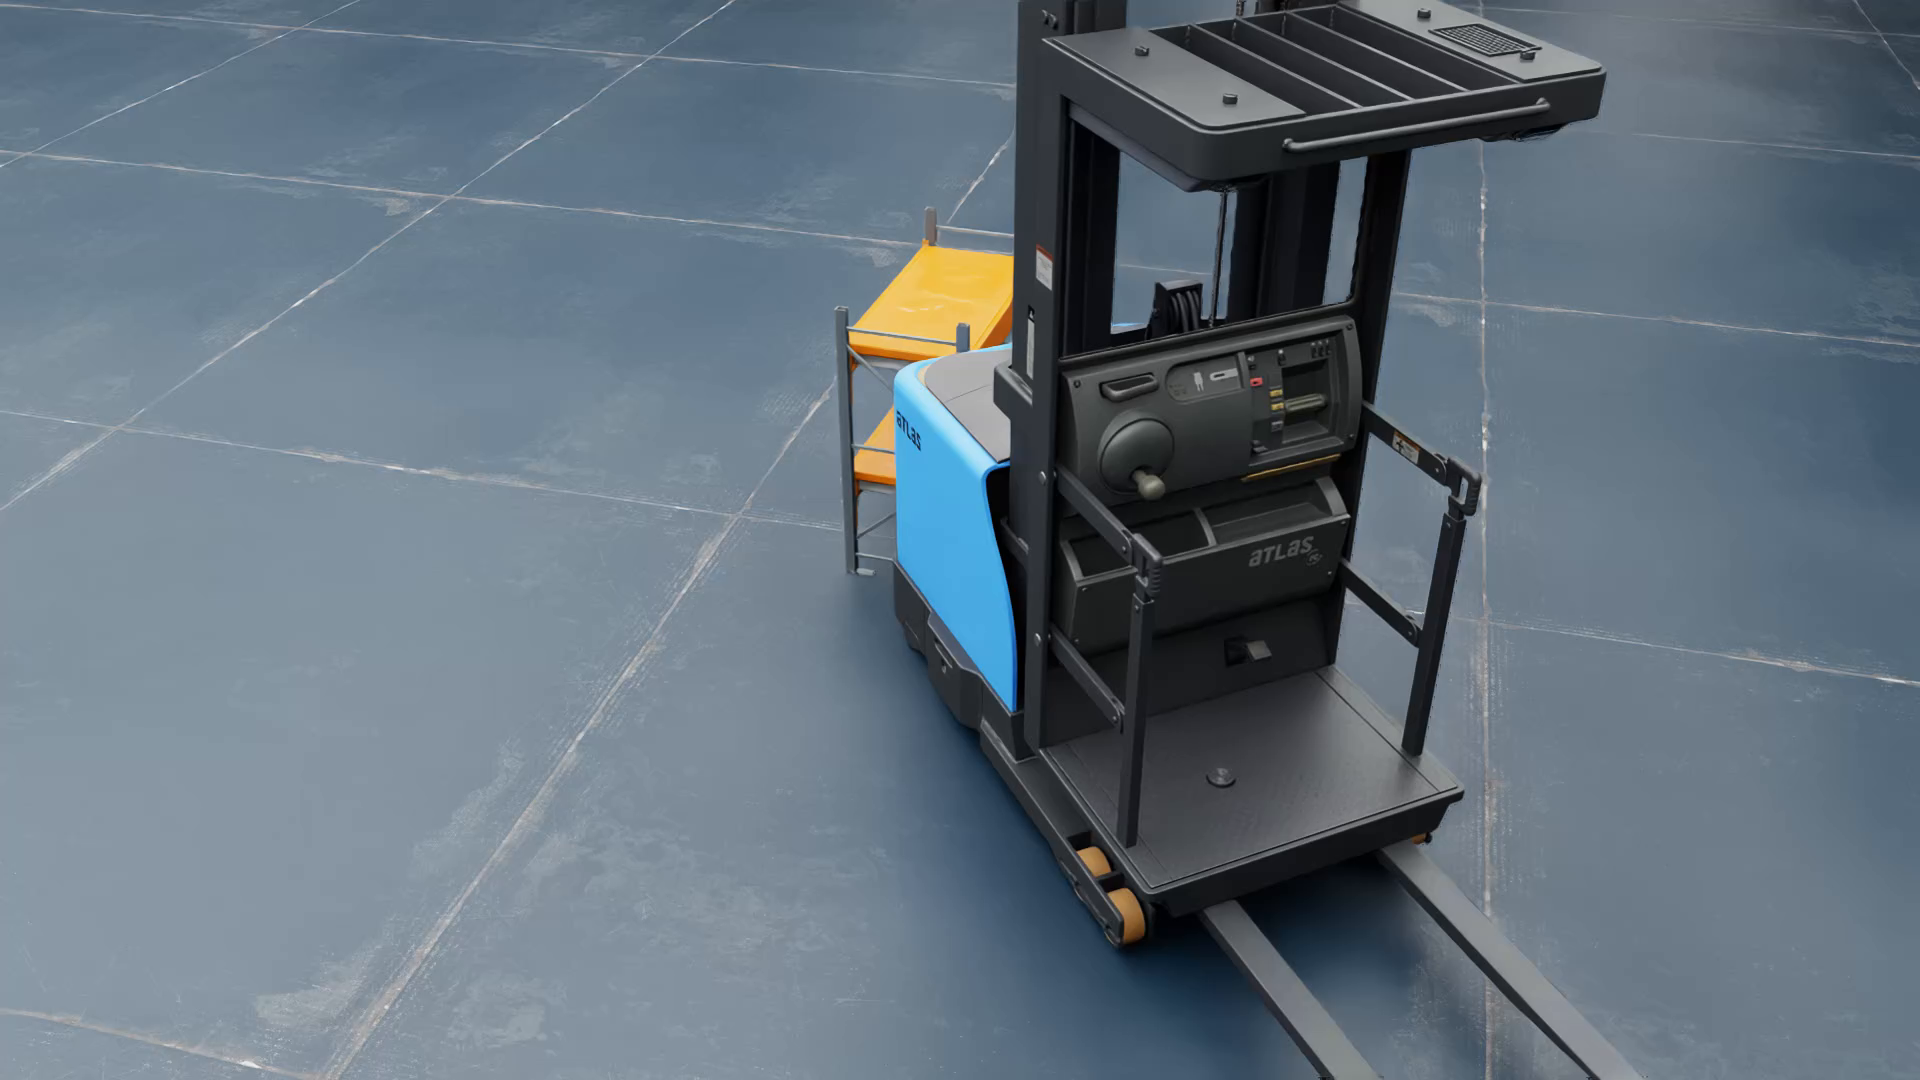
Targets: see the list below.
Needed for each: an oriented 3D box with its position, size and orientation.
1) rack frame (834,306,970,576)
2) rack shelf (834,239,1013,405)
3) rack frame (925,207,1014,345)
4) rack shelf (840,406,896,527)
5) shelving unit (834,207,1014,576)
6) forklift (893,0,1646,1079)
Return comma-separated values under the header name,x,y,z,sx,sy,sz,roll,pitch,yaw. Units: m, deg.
name,x,y,z,sx,sy,sz,roll,pitch,yaw
rack frame,-0.208,-0.319,6.203,0.500,1.125,0.032,10,34,15
rack shelf,-0.055,-0.826,6.455,0.538,0.278,1.000,10,34,15
rack frame,0.098,-0.839,7.021,0.500,1.125,0.032,10,34,15
rack shelf,-0.055,-0.373,6.743,0.538,0.278,1.000,10,34,15
shelving unit,-0.055,-0.579,6.612,0.538,1.125,1.048,10,34,15
forklift,0.816,-0.313,4.510,1.130,2.935,3.031,-13,35,-20
